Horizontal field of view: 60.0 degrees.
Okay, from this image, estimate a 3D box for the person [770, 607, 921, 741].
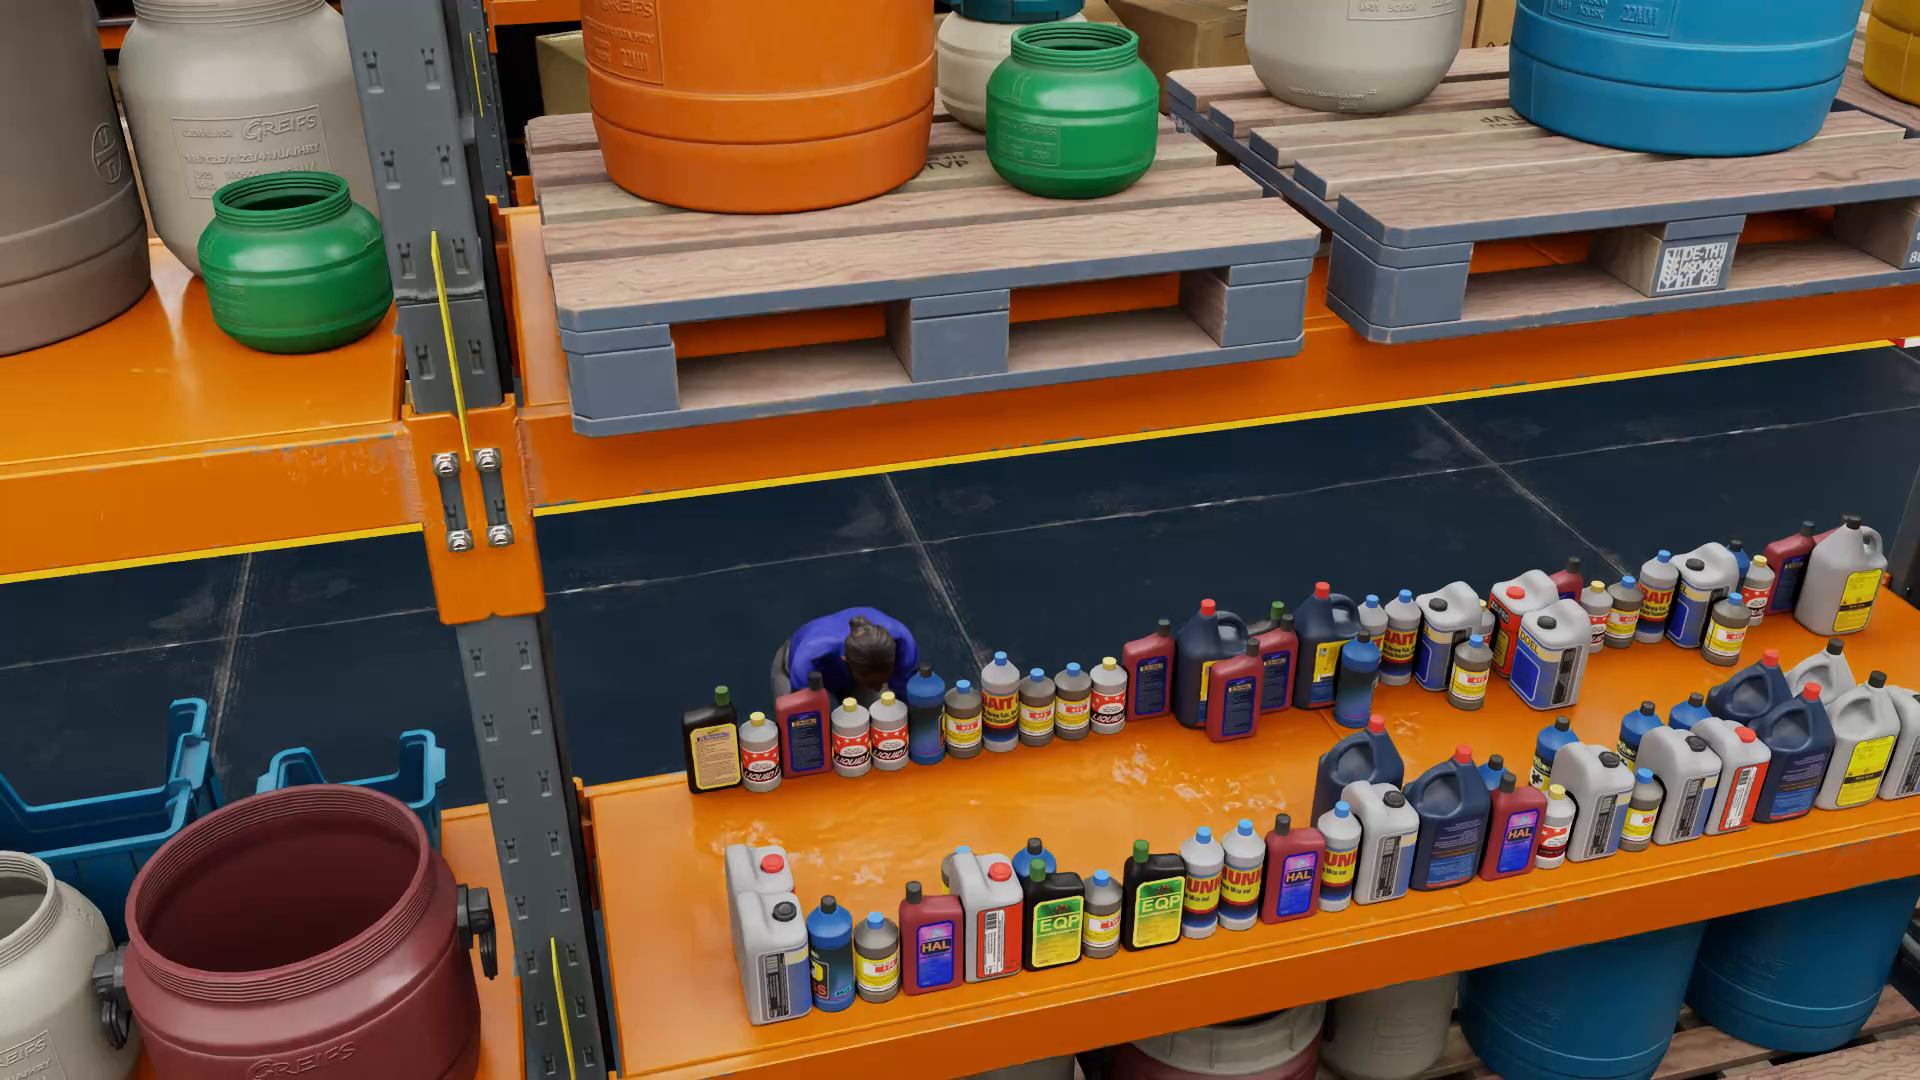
[{"bbox_3d":[-0.385,0.598,5.732,0.488,1.043,0.755,-8,31,-13],"label":"person"}]
